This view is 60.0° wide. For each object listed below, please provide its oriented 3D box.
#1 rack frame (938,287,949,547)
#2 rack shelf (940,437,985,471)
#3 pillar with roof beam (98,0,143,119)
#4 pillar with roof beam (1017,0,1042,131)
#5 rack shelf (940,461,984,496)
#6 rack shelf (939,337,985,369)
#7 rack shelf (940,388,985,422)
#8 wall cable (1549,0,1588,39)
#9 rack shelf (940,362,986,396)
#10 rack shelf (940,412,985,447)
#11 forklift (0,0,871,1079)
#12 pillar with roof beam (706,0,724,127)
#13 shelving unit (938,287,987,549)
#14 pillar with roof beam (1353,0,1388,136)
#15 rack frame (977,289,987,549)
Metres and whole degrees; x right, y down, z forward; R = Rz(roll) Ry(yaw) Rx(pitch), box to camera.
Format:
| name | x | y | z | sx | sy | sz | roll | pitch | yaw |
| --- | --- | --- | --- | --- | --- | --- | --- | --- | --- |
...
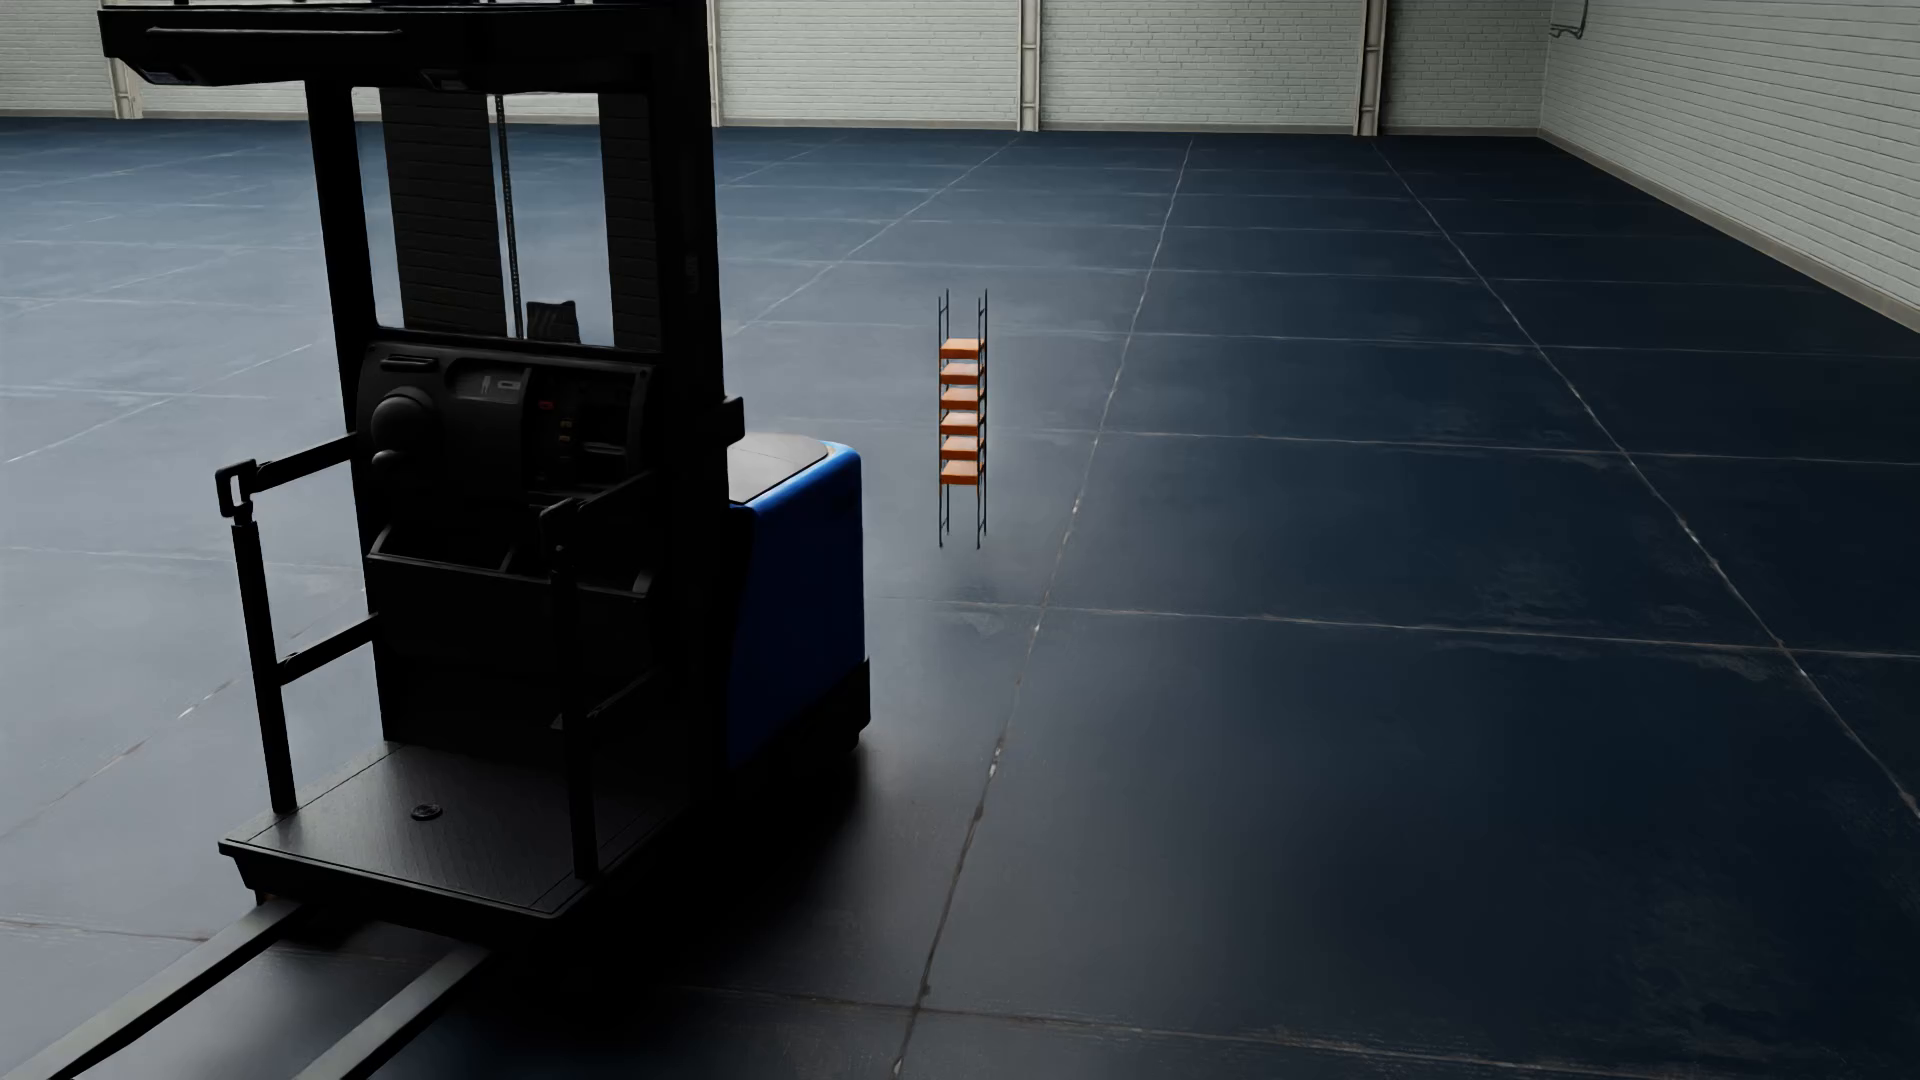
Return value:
| name | x | y | z | sx | sy | sz | roll | pitch | yaw |
| --- | --- | --- | --- | --- | --- | --- | --- | --- | --- |
| rack frame | -0.076 | -0.573 | 7.844 | 0.006 | 1.200 | 0.240 | 3 | 19 | 9 |
| rack shelf | 0.014 | -0.412 | 7.882 | 0.180 | 0.103 | 0.258 | 3 | 19 | 9 |
| pillar with roof beam | -17.200 | -11.306 | 27.630 | 0.400 | 9.000 | 9.100 | 3 | 19 | 9 |
| pillar with roof beam | 0.573 | -10.400 | 24.923 | 0.400 | 9.000 | 9.100 | 3 | 19 | 9 |
| rack shelf | 0.014 | -0.299 | 7.921 | 0.180 | 0.103 | 0.258 | 3 | 19 | 9 |
| rack shelf | 0.014 | -0.868 | 7.730 | 0.180 | 0.103 | 0.258 | 3 | 19 | 9 |
| rack shelf | 0.014 | -0.640 | 7.806 | 0.180 | 0.103 | 0.258 | 3 | 19 | 9 |
| wall cable | 9.878 | -9.411 | 26.863 | 0.112 | 2.526 | 3.097 | 3 | 19 | 9 |
| rack shelf | 0.014 | -0.754 | 7.768 | 0.180 | 0.103 | 0.258 | 3 | 19 | 9 |
| rack shelf | 0.014 | -0.526 | 7.844 | 0.180 | 0.103 | 0.258 | 3 | 19 | 9 |
| forklift | -1.328 | -0.318 | 4.354 | 1.130 | 2.935 | 3.031 | 7 | 20 | 20 |
| pillar with roof beam | -5.351 | -10.702 | 25.825 | 0.400 | 9.000 | 9.100 | 3 | 19 | 9 |
| shelving unit | 0.014 | -0.568 | 7.830 | 0.189 | 1.200 | 0.258 | 3 | 19 | 9 |
| pillar with roof beam | 6.497 | -10.098 | 24.020 | 0.400 | 9.000 | 9.100 | 3 | 19 | 9 |
| rack frame | 0.105 | -0.564 | 7.816 | 0.006 | 1.200 | 0.240 | 3 | 19 | 9 |
